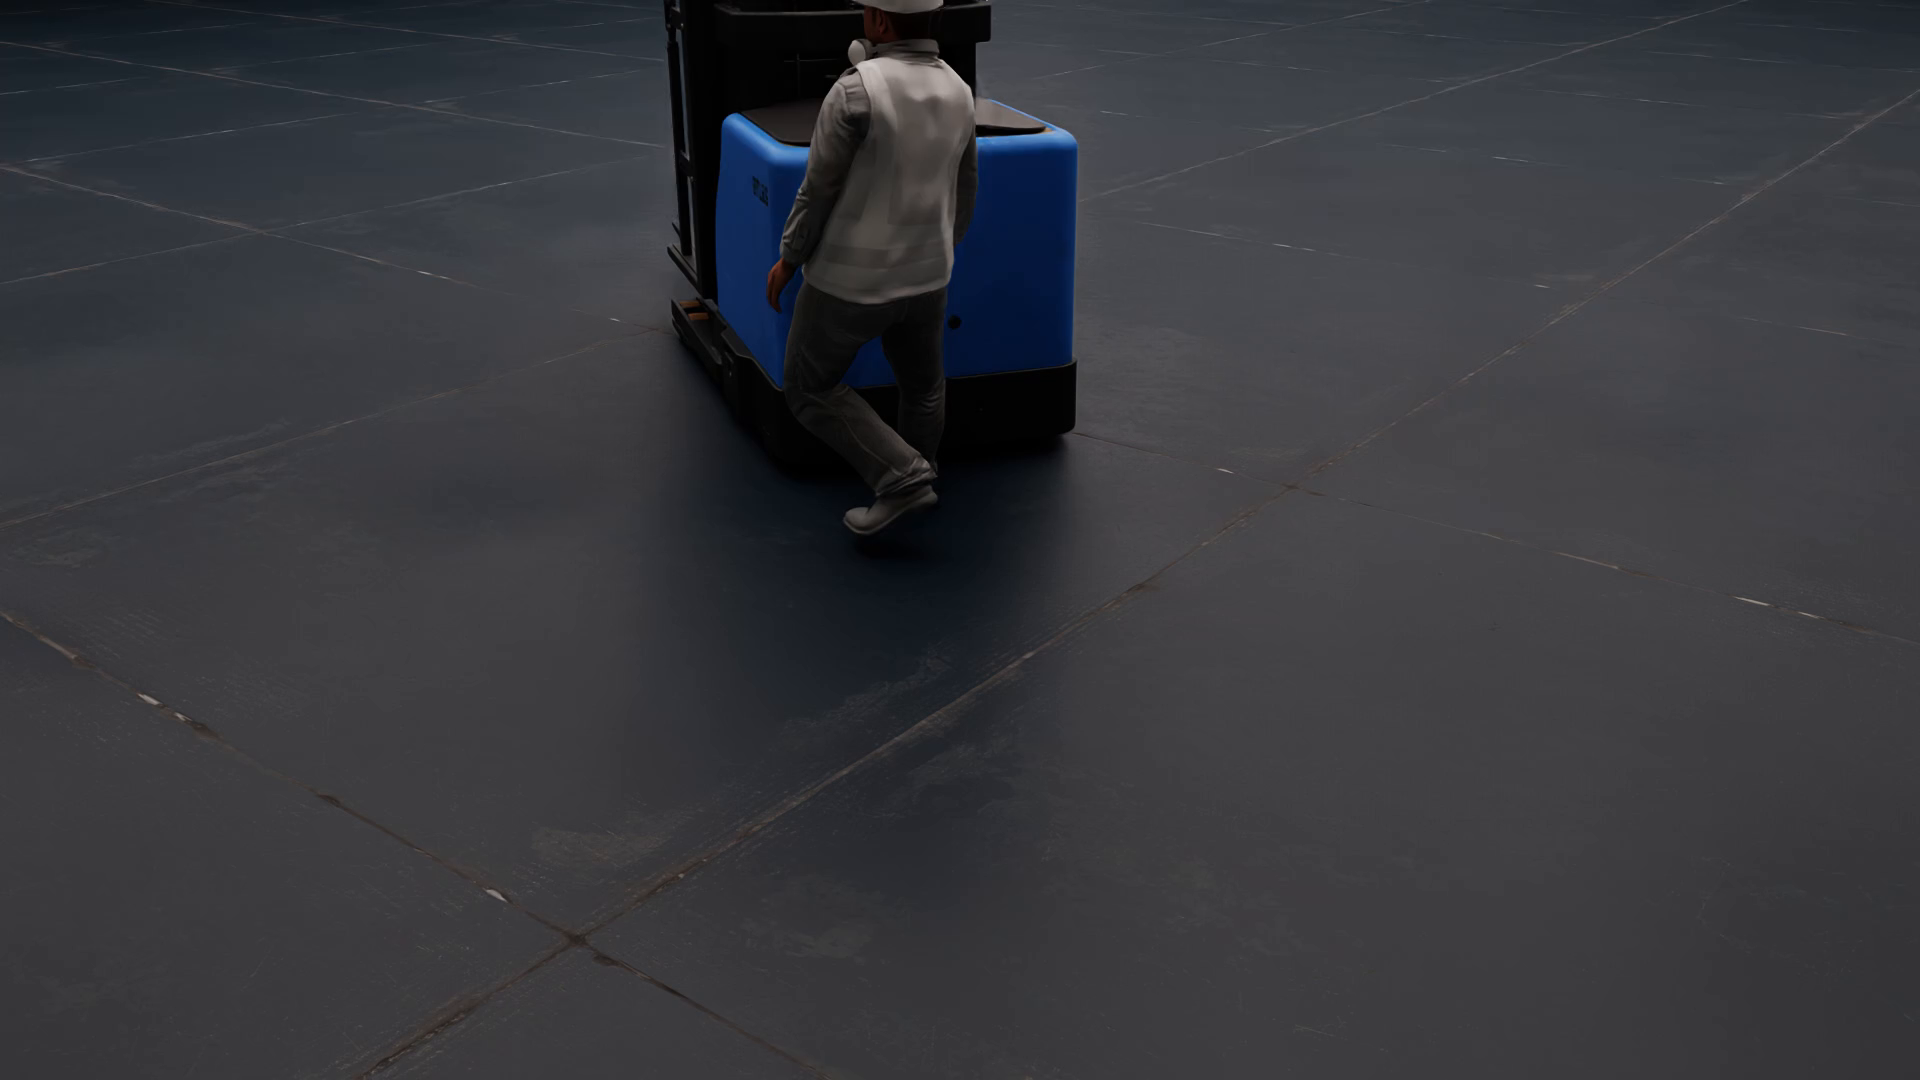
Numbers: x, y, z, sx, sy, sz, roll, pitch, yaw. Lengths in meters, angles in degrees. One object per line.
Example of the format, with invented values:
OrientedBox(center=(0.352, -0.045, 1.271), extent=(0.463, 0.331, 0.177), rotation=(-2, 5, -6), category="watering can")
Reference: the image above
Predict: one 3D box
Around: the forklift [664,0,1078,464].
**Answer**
OrientedBox(center=(-0.564, -2.150, 6.289), extent=(1.130, 2.935, 3.031), rotation=(-8, 25, -17), category="forklift")

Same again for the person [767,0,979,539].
OrientedBox(center=(-0.282, -0.827, 4.792), extent=(0.697, 1.711, 0.710), rotation=(-18, 29, -36), category="person")
